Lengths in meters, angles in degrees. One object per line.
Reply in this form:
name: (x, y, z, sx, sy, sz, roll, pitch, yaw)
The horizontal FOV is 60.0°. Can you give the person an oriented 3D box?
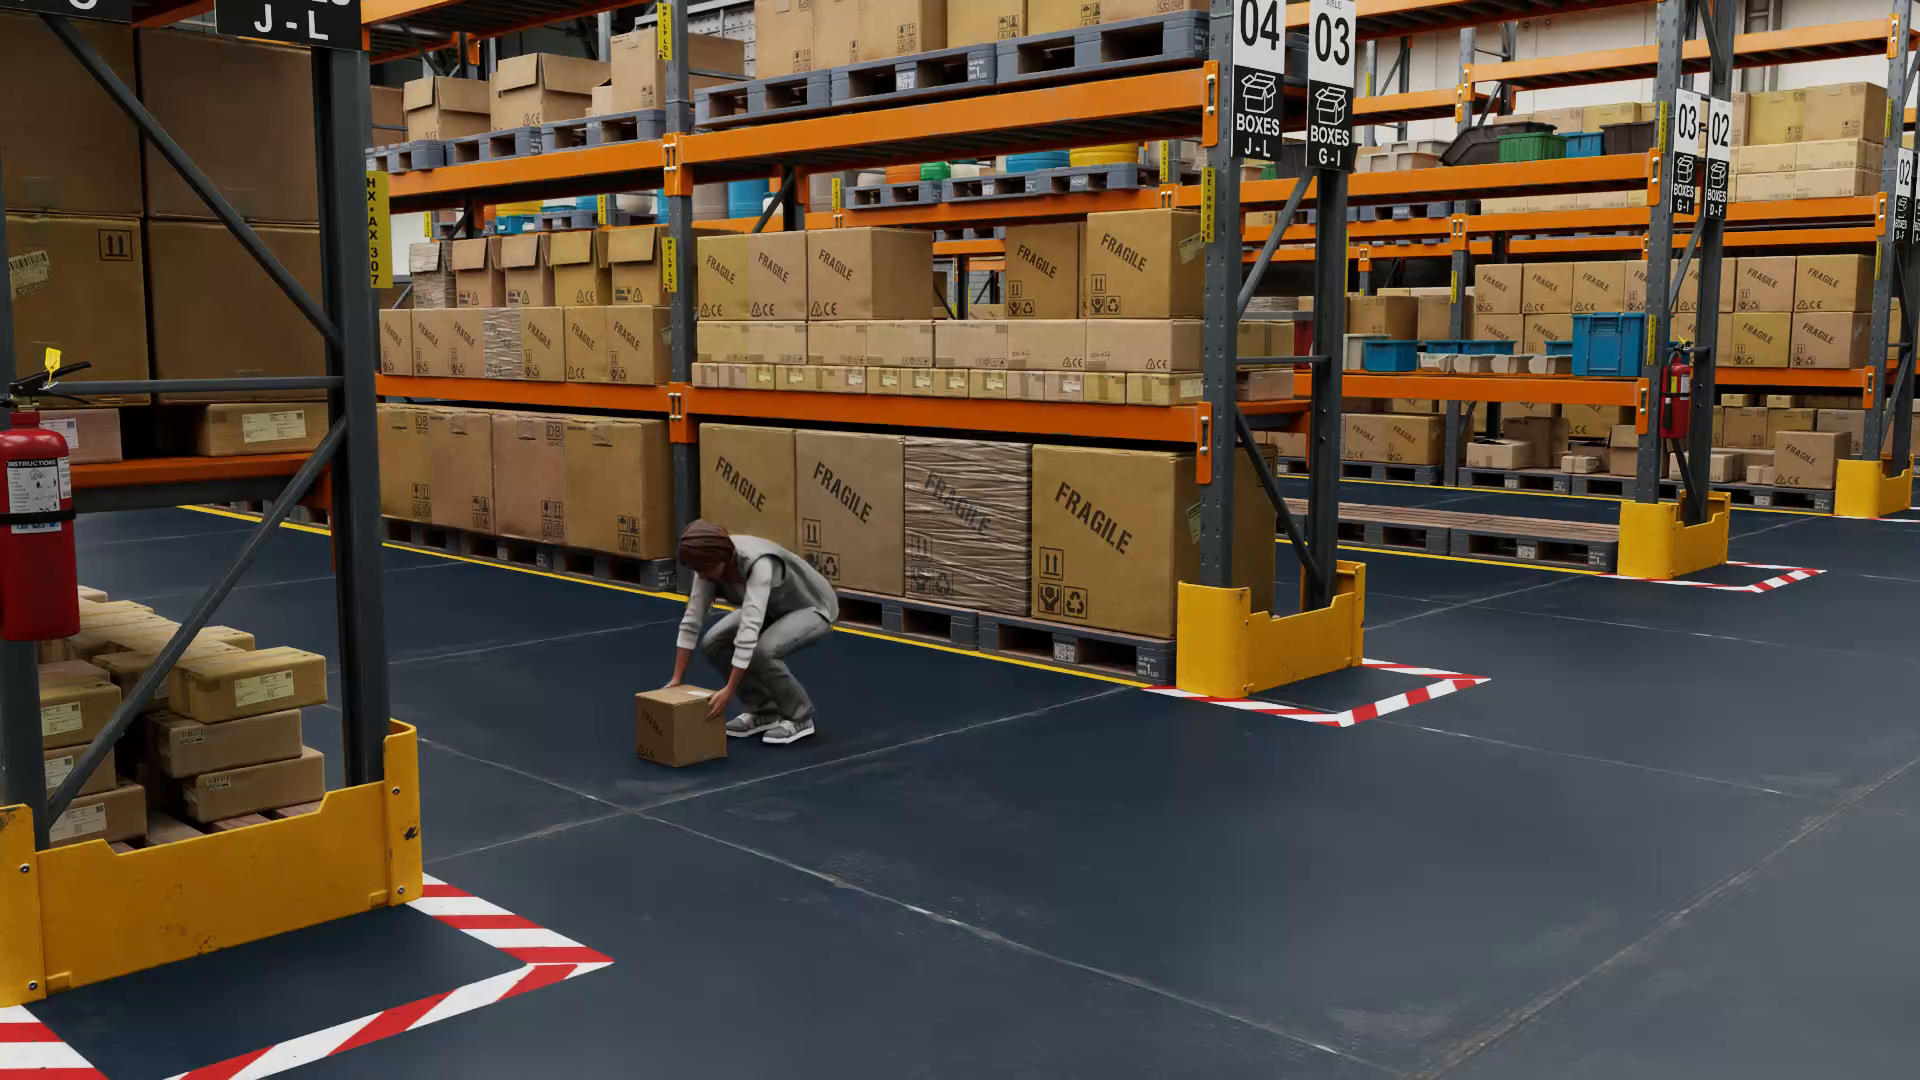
person: (-0.777, 0.406, 6.722, 0.444, 0.817, 0.653, 7, 10, 43)
